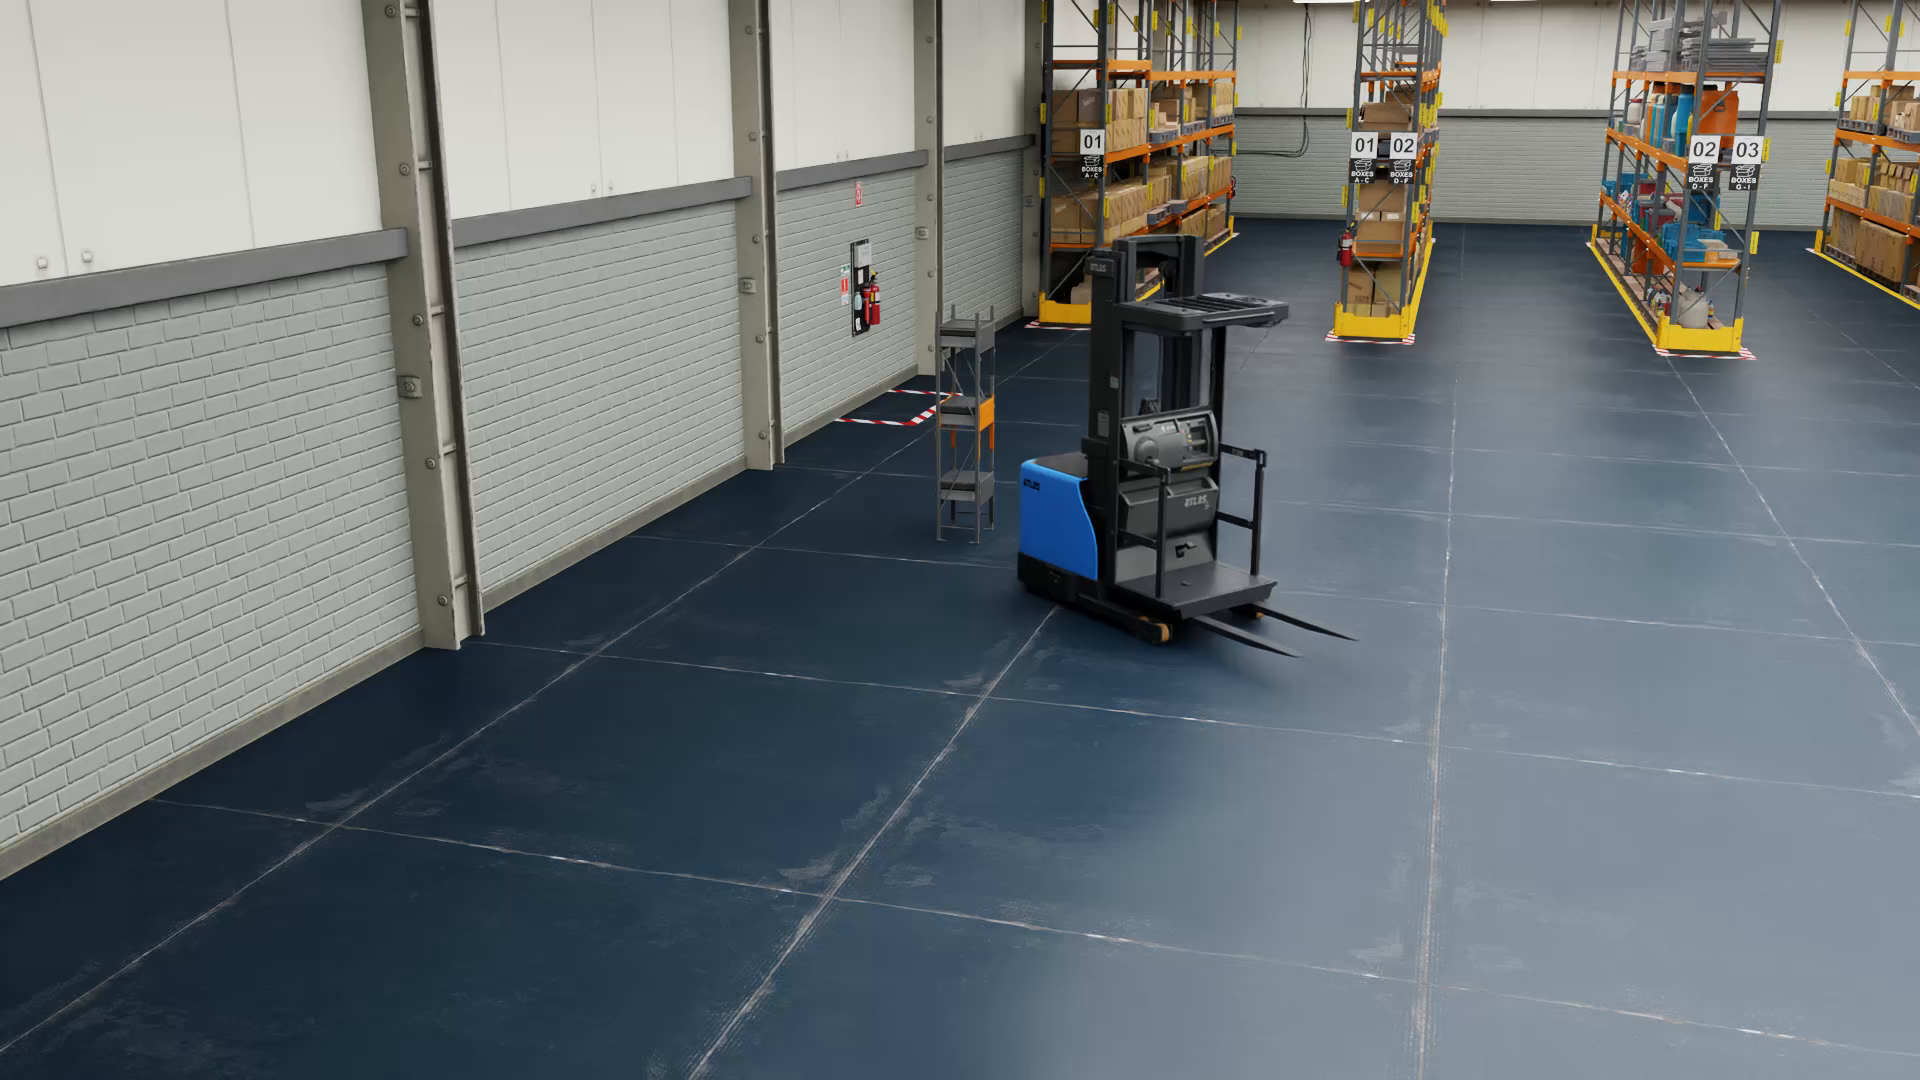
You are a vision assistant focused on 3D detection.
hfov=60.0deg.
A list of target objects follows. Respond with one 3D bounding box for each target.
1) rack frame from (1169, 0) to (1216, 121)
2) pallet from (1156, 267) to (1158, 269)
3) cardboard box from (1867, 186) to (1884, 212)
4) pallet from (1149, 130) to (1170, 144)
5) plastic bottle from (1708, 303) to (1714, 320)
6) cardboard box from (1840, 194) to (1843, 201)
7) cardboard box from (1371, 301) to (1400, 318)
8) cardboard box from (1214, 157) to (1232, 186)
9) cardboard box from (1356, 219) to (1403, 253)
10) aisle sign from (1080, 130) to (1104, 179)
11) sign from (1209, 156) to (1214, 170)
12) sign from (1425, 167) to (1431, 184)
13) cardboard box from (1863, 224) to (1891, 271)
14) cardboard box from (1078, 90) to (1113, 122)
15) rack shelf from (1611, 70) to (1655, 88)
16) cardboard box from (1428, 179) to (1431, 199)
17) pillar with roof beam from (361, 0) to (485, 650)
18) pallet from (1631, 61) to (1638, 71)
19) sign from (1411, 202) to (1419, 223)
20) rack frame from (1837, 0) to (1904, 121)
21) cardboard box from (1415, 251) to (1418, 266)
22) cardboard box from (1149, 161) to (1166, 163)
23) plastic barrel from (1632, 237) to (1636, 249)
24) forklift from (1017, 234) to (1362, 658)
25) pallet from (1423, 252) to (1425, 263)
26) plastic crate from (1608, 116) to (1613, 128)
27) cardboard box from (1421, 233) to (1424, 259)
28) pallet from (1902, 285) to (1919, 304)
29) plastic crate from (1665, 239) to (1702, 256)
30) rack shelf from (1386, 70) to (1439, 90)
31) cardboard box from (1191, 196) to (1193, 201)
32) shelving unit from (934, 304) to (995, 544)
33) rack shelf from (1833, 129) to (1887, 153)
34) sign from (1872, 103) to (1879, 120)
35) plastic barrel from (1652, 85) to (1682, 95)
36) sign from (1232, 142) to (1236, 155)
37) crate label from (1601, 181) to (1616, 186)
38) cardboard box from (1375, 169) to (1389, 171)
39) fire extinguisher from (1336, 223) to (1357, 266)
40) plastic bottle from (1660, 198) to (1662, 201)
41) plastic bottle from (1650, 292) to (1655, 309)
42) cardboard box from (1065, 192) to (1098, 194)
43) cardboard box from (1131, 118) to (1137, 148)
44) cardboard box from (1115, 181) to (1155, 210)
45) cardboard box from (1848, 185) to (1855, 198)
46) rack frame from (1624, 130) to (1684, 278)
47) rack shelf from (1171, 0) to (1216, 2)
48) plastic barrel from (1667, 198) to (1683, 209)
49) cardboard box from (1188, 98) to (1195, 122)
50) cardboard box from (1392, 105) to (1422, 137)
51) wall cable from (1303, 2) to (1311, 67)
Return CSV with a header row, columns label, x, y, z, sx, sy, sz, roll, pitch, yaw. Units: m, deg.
label,x,y,z,sx,sy,sz,roll,pitch,yaw
rack frame,5.320,-11.173,38.150,1.000,3.000,0.127,5,16,16
pallet,3.960,-5.694,34.940,1.003,0.211,1.213,5,16,16
cardboard box,19.197,-7.082,34.537,0.500,0.500,0.500,5,16,16
pallet,3.324,-7.700,31.747,1.213,0.211,1.003,5,16,16
plastic bottle,12.223,-3.728,27.091,0.097,0.271,0.097,0,16,0
cardboard box,19.924,-7.656,37.206,0.380,0.149,0.250,4,16,15
cardboard box,7.026,-3.766,27.301,0.500,0.250,0.500,5,16,16
cardboard box,6.322,-9.343,42.145,0.980,0.700,0.700,5,17,18
cardboard box,6.806,-4.933,26.963,0.700,0.500,0.500,5,16,16
aisle sign,2.177,-6.356,27.397,0.394,0.787,0.004,5,16,16
sign,5.843,-8.766,38.683,0.100,0.325,0.005,5,16,16
sign,9.467,-7.372,33.622,0.100,0.325,0.005,5,16,16
cardboard box,19.152,-5.911,33.719,1.225,0.875,0.875,4,16,14
cardboard box,2.252,-7.211,27.627,0.500,0.500,0.500,3,16,12
rack shelf,15.387,-10.389,37.439,1.077,0.370,4.000,5,16,16
cardboard box,10.477,-8.064,38.000,0.500,0.500,0.500,5,17,17
pillar with roof beam,0.292,-3.241,10.184,9.100,9.000,0.400,5,16,16
pallet,14.613,-9.903,34.751,1.003,0.211,1.213,5,16,16
sign,7.191,-5.174,26.263,0.100,0.325,0.005,5,16,16
rack frame,20.704,-11.067,37.777,1.000,3.000,0.127,5,16,16
cardboard box,8.589,-5.451,32.212,0.500,0.311,0.500,5,17,17
cardboard box,4.214,-8.076,36.086,0.500,0.250,0.500,4,16,14
plastic barrel,14.126,-5.939,34.340,0.600,0.588,0.708,5,16,16
forklift,1.740,-0.772,12.602,1.130,2.935,3.031,-11,19,-34
pallet,9.876,-6.346,37.238,1.003,0.211,1.213,5,16,16
plastic crate,15.579,-9.866,39.280,0.497,0.269,0.590,5,16,16
cardboard box,9.772,-6.368,35.980,0.500,0.500,0.500,4,16,14
pallet,18.207,-4.542,30.877,1.003,0.211,1.213,5,16,16
plastic crate,11.454,-4.631,26.353,0.499,0.251,0.408,5,16,16
rack shelf,9.502,-9.728,35.108,1.077,0.370,4.000,5,16,16
cardboard box,5.006,-7.668,37.210,0.380,0.149,0.250,5,17,18
shelving unit,0.047,-1.053,15.116,0.431,2.100,0.503,5,16,16
rack shelf,20.136,-8.755,36.440,1.077,0.370,4.000,5,16,16
sign,19.035,-8.907,34.566,0.100,0.325,0.005,5,16,16
plastic barrel,13.846,-8.472,32.569,0.600,0.830,0.708,5,16,16
sign,6.973,-9.959,42.307,0.100,0.325,0.005,5,16,16
crate label,15.570,-8.474,39.827,0.416,0.233,0.303,5,16,16
cardboard box,7.535,-6.234,29.171,0.700,0.500,0.500,5,16,16
fire extinguisher,6.182,-4.732,26.578,0.296,0.674,0.183,5,16,16
plastic bottle,14.374,-6.917,34.231,0.144,0.351,0.185,5,16,16
plastic bottle,11.778,-4.062,28.246,0.061,0.283,0.133,5,17,18
cardboard box,2.136,-5.852,29.248,0.500,0.500,0.500,4,16,14
cardboard box,2.863,-7.264,29.646,0.500,0.500,0.500,4,16,14
cardboard box,3.390,-6.730,32.490,0.700,0.500,0.500,6,17,22
cardboard box,19.731,-7.610,36.314,0.500,0.250,0.500,5,17,17
rack frame,13.682,-6.472,32.571,1.000,3.000,0.127,5,16,16
rack shelf,4.752,-11.903,35.950,1.077,0.370,4.000,5,16,16
plastic barrel,13.475,-6.130,31.160,0.421,0.512,0.421,0,16,0
cardboard box,4.869,-9.617,37.173,0.700,0.500,0.500,4,16,15
cardboard box,7.395,-6.938,27.507,0.500,0.500,0.500,5,16,16
wall cable,11.001,-14.398,45.954,3.097,2.526,0.112,5,16,16
